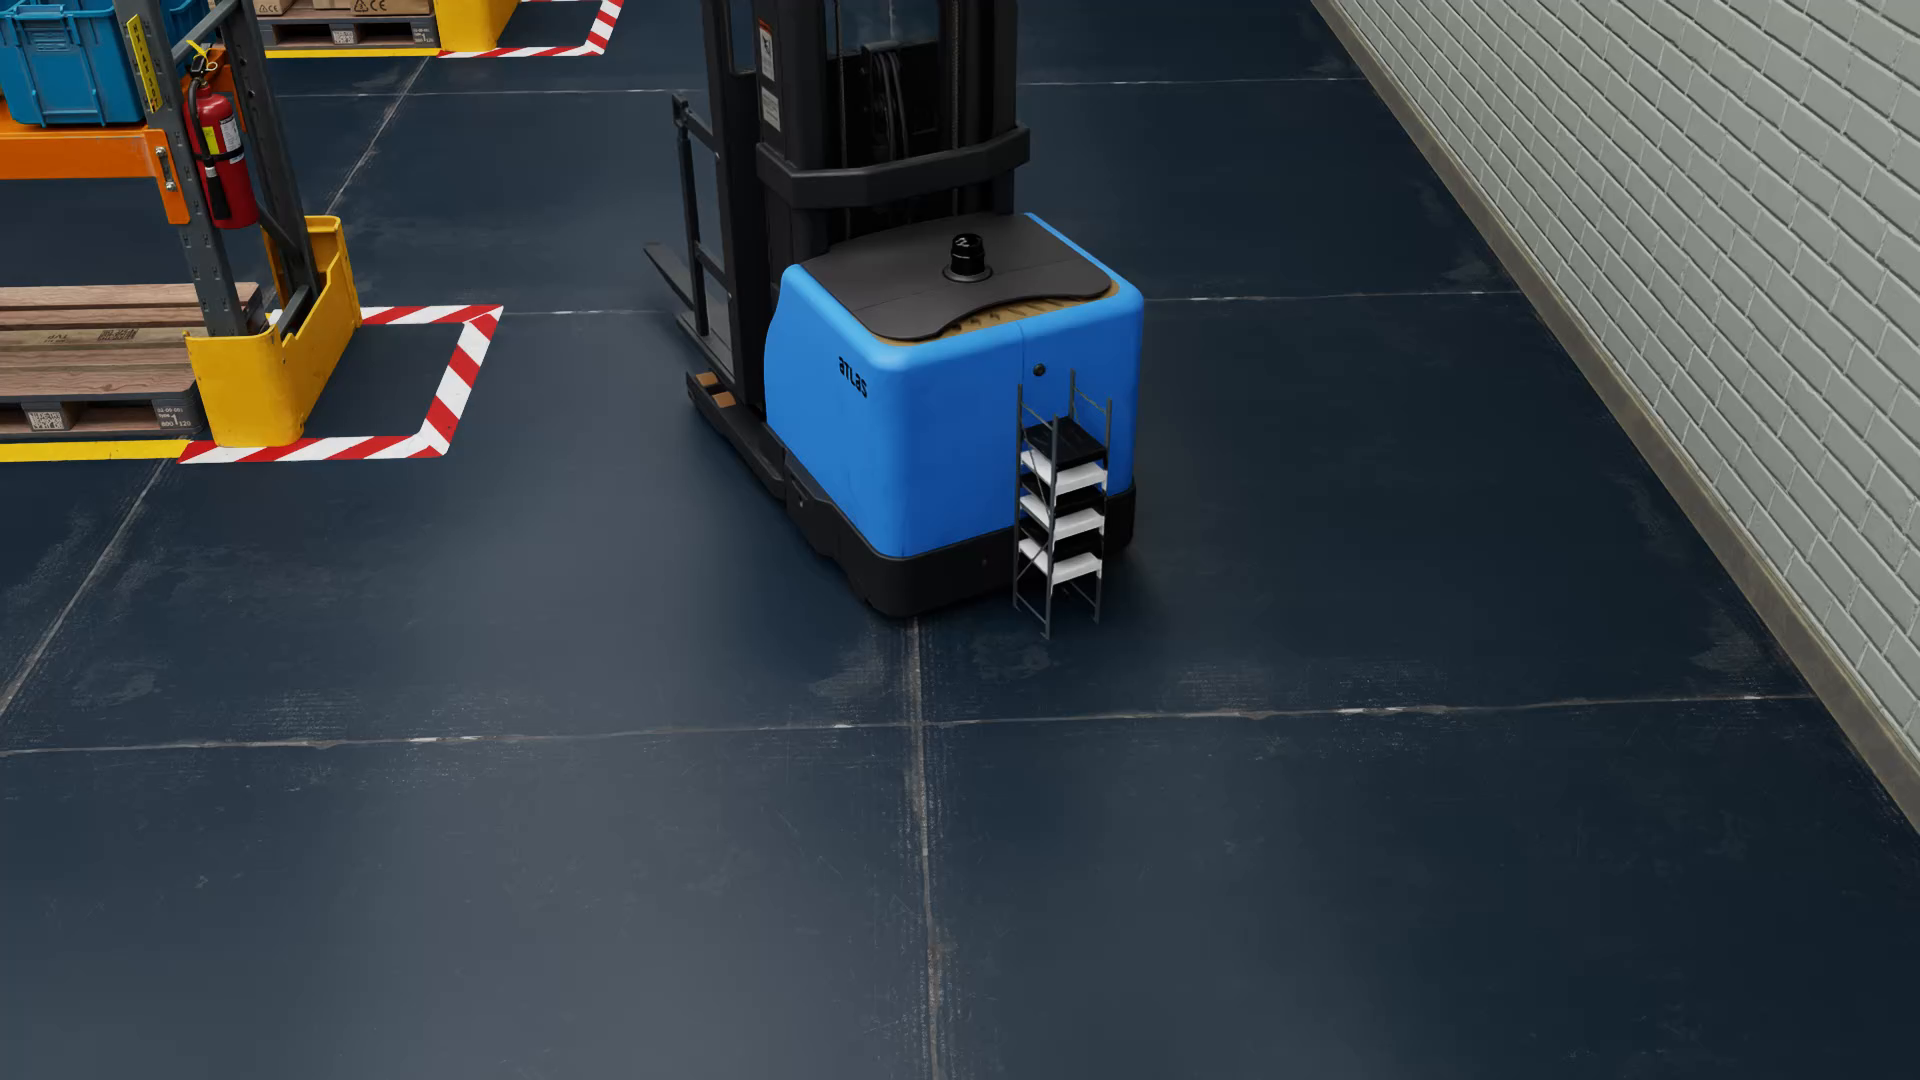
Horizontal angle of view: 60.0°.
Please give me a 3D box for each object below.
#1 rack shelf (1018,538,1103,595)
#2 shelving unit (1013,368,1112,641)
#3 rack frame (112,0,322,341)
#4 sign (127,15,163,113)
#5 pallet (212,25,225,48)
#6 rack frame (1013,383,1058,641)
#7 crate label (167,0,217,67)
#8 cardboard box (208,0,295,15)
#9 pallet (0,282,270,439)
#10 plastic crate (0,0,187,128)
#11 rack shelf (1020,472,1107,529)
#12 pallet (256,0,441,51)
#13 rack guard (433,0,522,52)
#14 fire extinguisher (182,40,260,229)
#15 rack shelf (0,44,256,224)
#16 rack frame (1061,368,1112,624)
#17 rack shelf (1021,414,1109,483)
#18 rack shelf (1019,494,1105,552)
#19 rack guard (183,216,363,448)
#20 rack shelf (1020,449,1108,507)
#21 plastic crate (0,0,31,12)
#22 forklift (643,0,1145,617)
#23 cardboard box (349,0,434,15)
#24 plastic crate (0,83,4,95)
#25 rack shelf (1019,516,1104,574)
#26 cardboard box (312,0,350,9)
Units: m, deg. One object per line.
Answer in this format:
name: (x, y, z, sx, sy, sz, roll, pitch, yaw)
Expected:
rack shelf: (0.337, 0.067, 5.737, 0.200, 0.077, 0.258, -18, 38, -24)
shelving unit: (0.337, -0.108, 5.616, 0.210, 0.900, 0.258, -18, 38, -24)
rack frame: (-2.940, -1.937, 6.413, 0.127, 3.000, 1.000, -2, 35, -2)
sign: (-2.898, -1.692, 5.915, 0.005, 0.325, 0.100, -2, 35, -2)
pallet: (-5.259, -3.551, 11.195, 1.213, 0.211, 1.003, -2, 35, -2)
rack frame: (0.249, -0.080, 5.575, 0.006, 0.900, 0.240, -18, 38, -24)
crate label: (-3.203, -2.073, 6.704, 0.303, 0.233, 0.416, -2, 35, -2)
cardboard box: (-4.653, -3.640, 10.903, 0.500, 0.250, 0.500, -2, 35, -2)
pallet: (-3.766, -0.790, 7.206, 1.213, 0.211, 1.003, -2, 35, -2)
plastic crate: (-3.266, -1.861, 6.219, 0.499, 0.435, 0.616, -2, 35, -2)
rack shelf: (0.337, -0.155, 5.584, 0.200, 0.077, 0.258, -18, 38, -24)
pallet: (-4.043, -3.582, 11.240, 1.213, 0.211, 1.003, -2, 35, -2)
rack guard: (-3.247, -3.723, 11.190, 0.348, 0.500, 1.175, -2, 35, -2)
fire extinguisher: (-2.768, -1.497, 6.174, 0.183, 0.674, 0.296, -2, 35, -2)
rack shelf: (-4.938, -1.587, 6.540, 4.000, 0.370, 1.077, -2, 35, -2)
rack frame: (0.426, -0.137, 5.657, 0.006, 0.900, 0.240, -18, 38, -24)
rack shelf: (0.337, -0.303, 5.481, 0.200, 0.077, 0.258, -18, 38, -24)
rack shelf: (0.337, -0.081, 5.635, 0.200, 0.077, 0.258, -18, 38, -24)
rack guard: (-2.917, -0.917, 7.136, 0.348, 0.500, 1.175, -2, 35, -2)
rack shelf: (0.337, -0.229, 5.533, 0.200, 0.077, 0.258, -18, 38, -24)
plastic crate: (-3.860, -2.055, 6.679, 0.300, 0.233, 0.416, -2, 35, -2)
forklift: (-0.498, -1.760, 6.218, 1.130, 2.935, 3.031, -17, 38, -23)
cardboard box: (-3.703, -3.751, 10.844, 0.500, 0.500, 0.500, -2, 35, -2)
plastic crate: (-3.746, -1.728, 6.290, 0.243, 0.136, 0.396, -2, 35, -2)
rack shelf: (0.337, -0.007, 5.686, 0.200, 0.077, 0.258, -18, 38, -24)
cardboard box: (-4.112, -3.654, 10.997, 0.250, 0.166, 0.380, -2, 35, -2)
